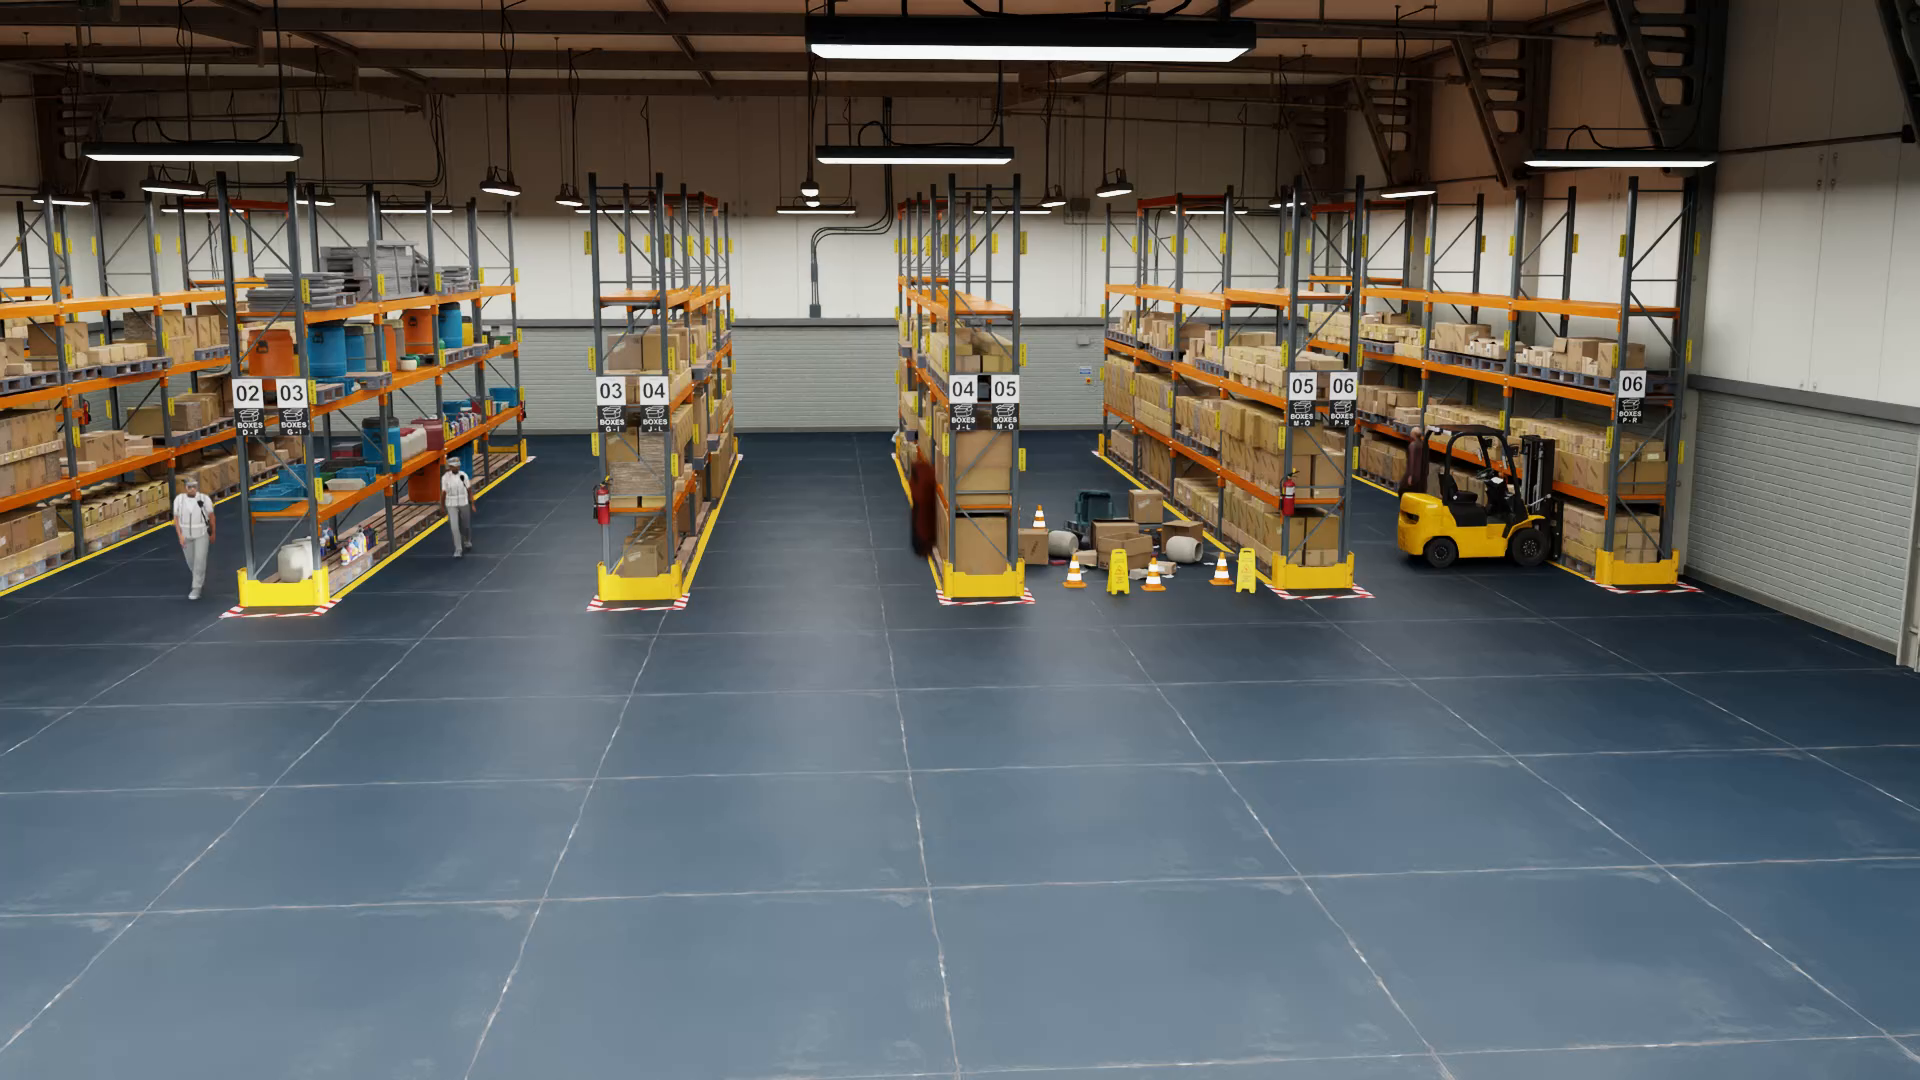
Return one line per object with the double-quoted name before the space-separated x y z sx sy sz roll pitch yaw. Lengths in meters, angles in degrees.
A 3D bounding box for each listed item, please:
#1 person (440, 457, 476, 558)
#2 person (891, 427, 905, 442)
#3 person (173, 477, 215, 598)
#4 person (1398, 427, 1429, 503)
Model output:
"person" -8.201 -0.558 27.170 0.564 1.605 1.019 -3 10 -17
"person" -1.157 -3.222 42.020 1.171 1.716 0.543 2 10 13
"person" -11.137 -0.073 24.165 0.528 1.706 0.969 -2 10 -12
"person" 8.260 -1.160 30.100 0.605 1.770 0.500 -6 11 -29
